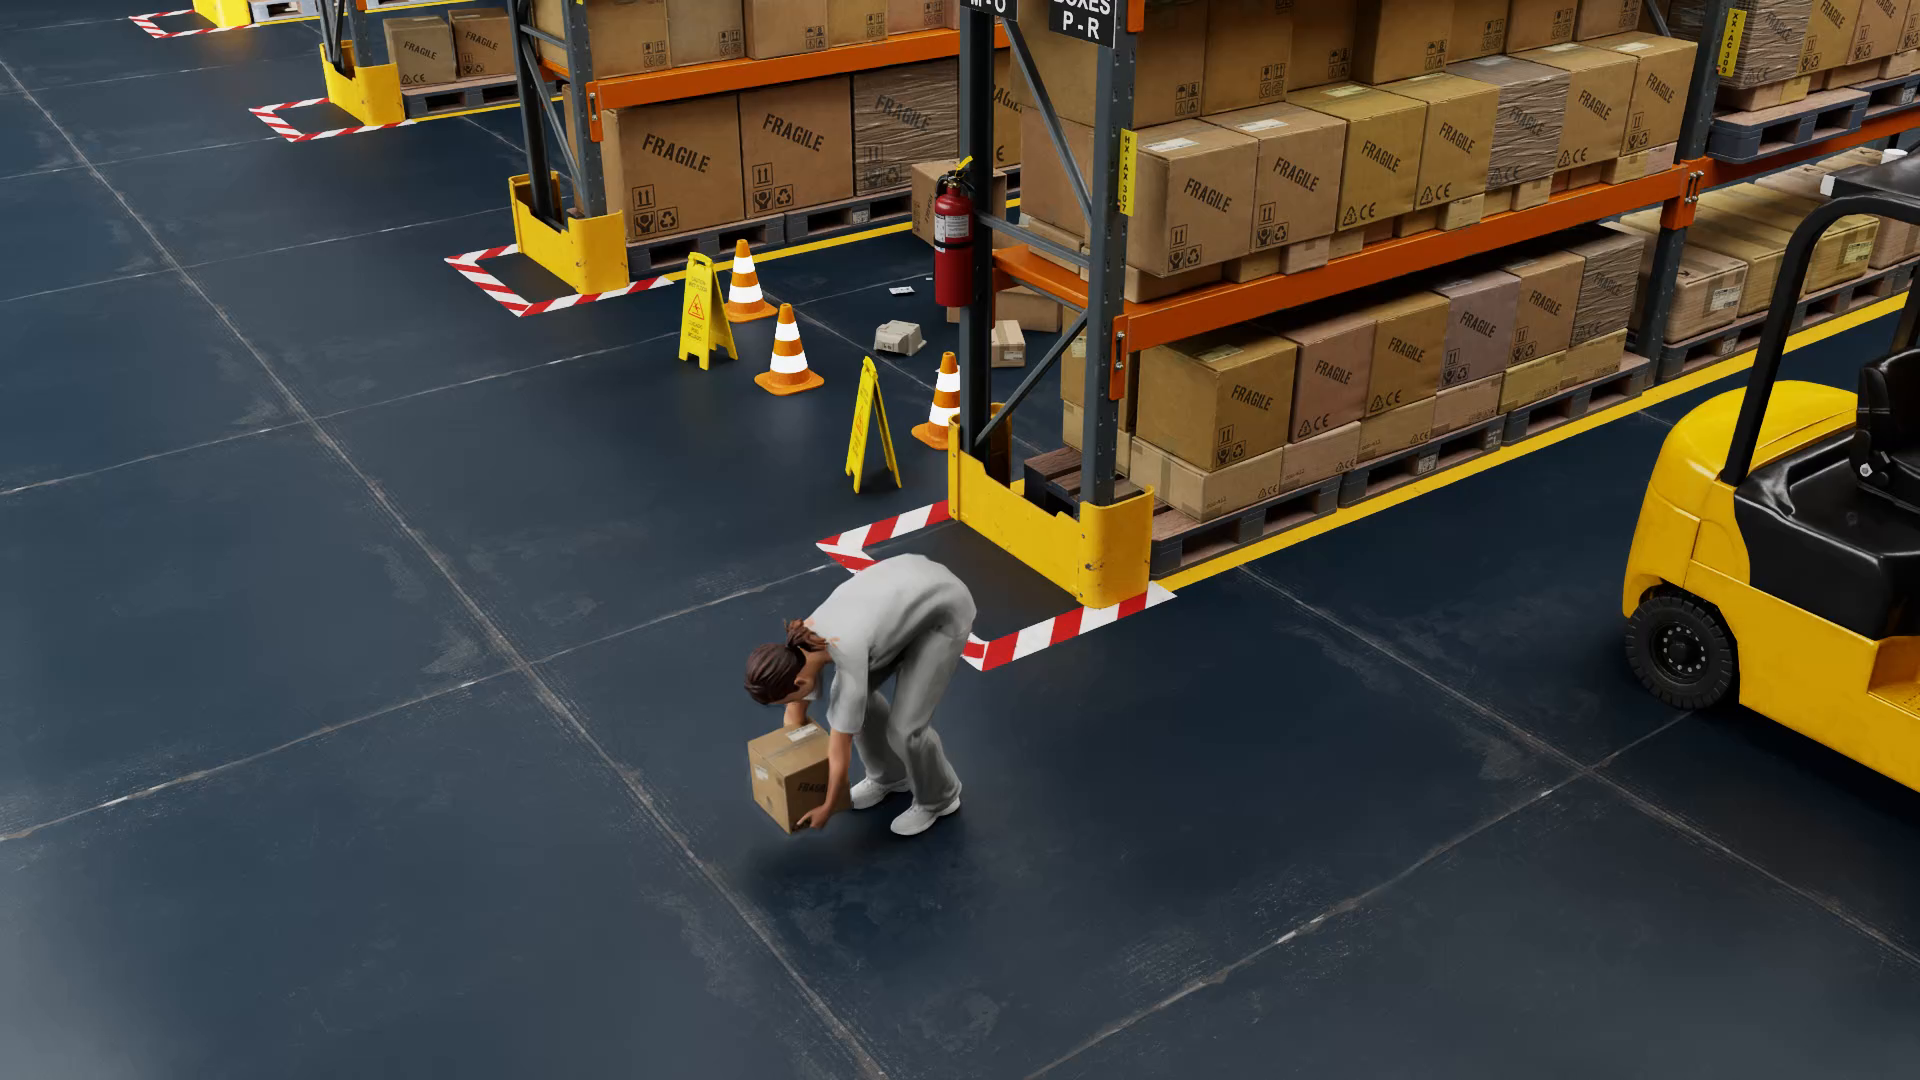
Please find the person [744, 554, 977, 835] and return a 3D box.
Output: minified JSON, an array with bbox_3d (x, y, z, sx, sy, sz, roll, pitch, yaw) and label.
[{"bbox_3d":[-0.337,0.590,5.766,0.863,0.985,0.446,-20,35,-33],"label":"person"}]
